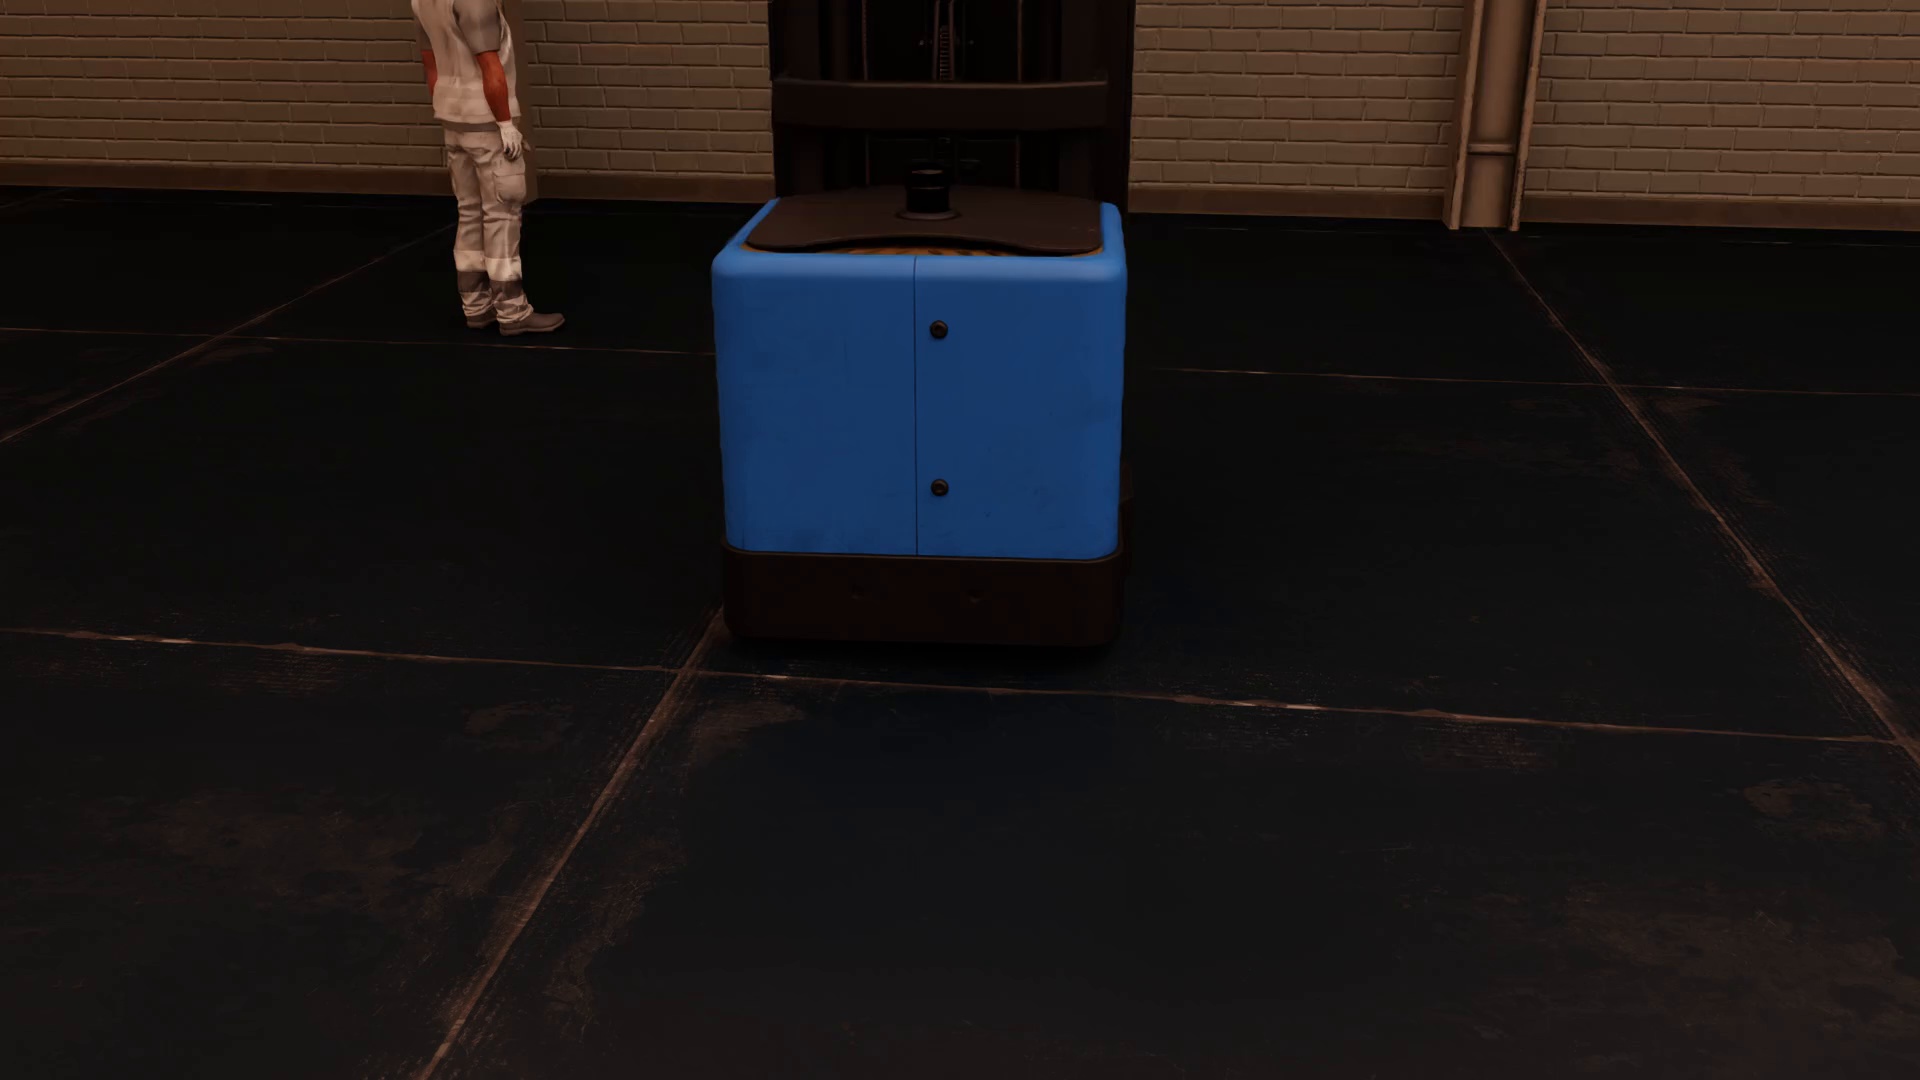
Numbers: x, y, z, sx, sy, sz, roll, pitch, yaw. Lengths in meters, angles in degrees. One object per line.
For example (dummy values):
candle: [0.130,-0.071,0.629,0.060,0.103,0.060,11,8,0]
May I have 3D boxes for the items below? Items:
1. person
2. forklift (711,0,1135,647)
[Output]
person: [-2.079,-1.803,7.261,0.535,1.794,0.375,18,28,38]
forklift: [-0.009,-1.590,5.201,1.130,2.935,3.031,1,22,4]
